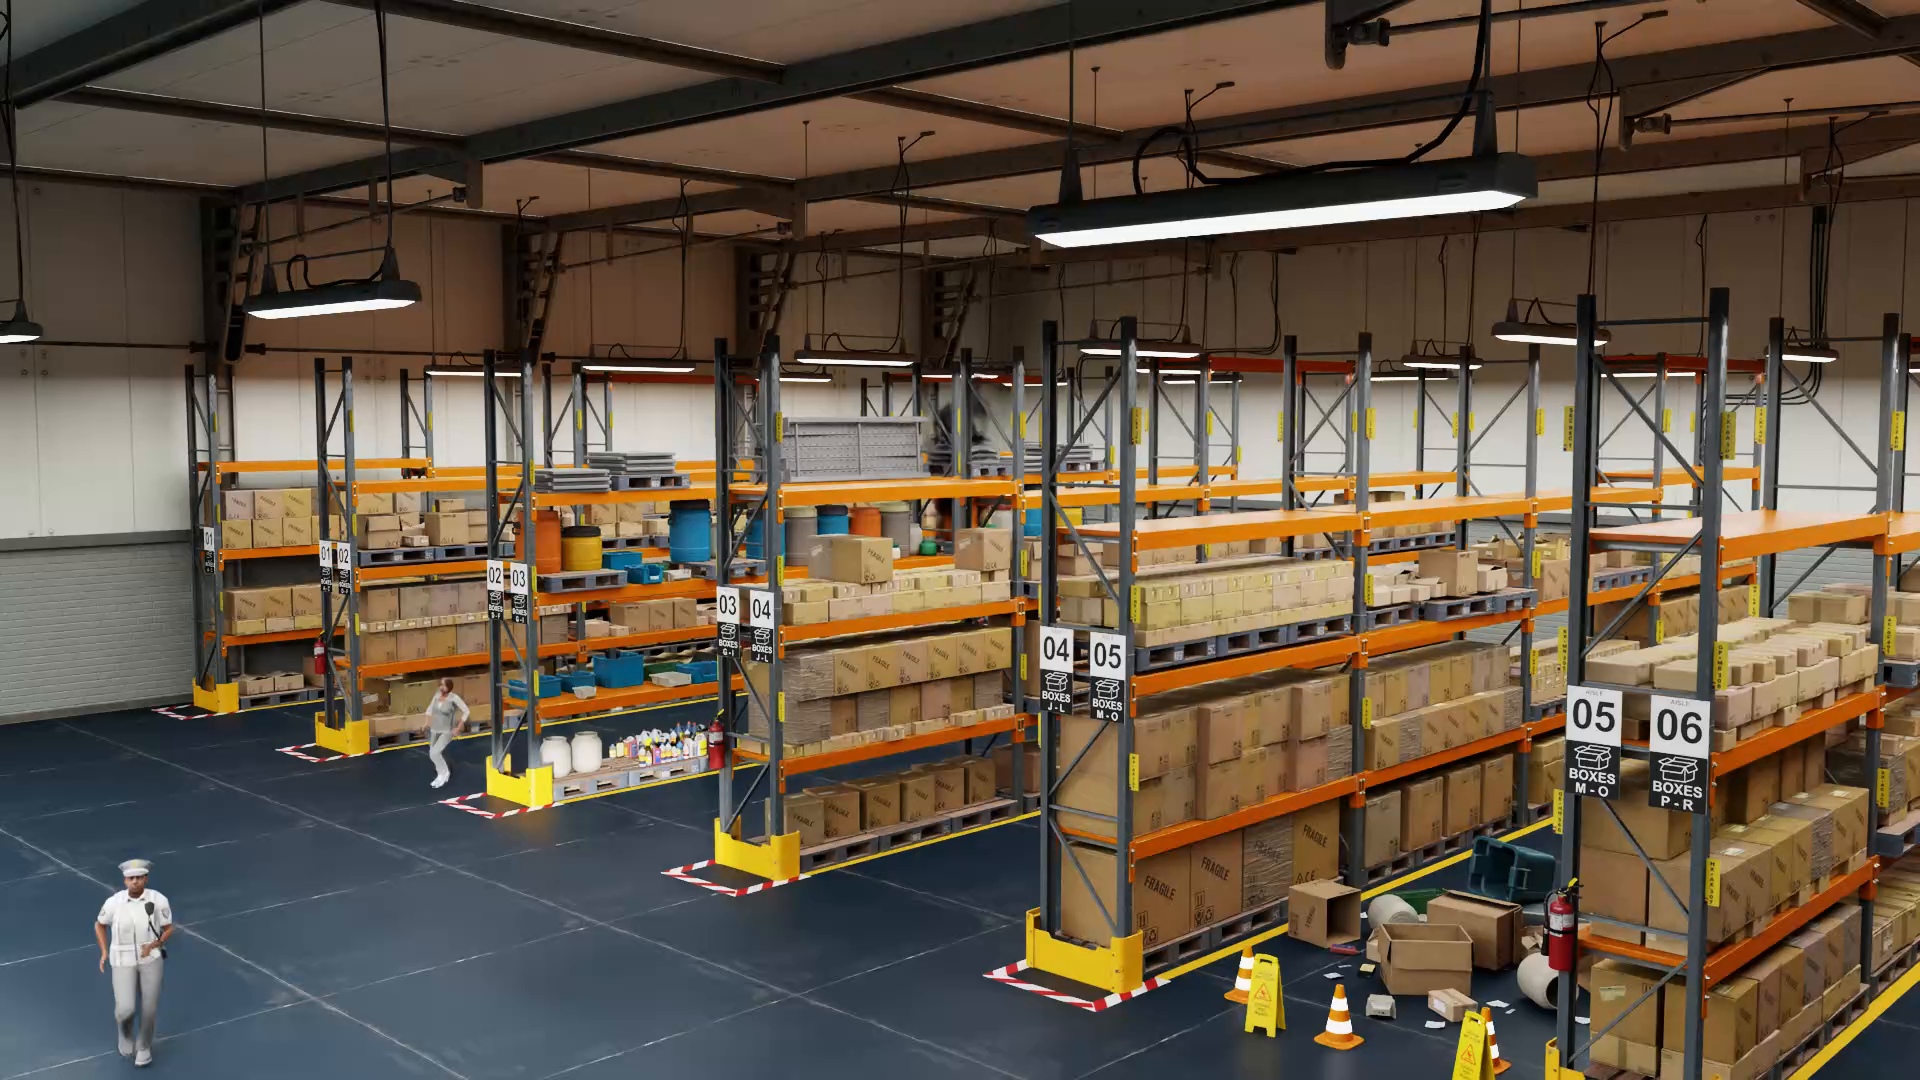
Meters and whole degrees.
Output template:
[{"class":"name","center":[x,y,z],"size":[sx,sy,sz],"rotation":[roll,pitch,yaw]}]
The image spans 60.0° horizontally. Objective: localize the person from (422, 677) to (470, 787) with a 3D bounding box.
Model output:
[{"class":"person","center":[-7.082,2.641,22.802],"size":[0.601,1.546,0.558],"rotation":[2,5,23]}]

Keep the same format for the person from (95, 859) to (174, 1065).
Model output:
[{"class":"person","center":[-6.486,3.332,13.073],"size":[0.549,1.661,0.570],"rotation":[-2,5,-27]}]
